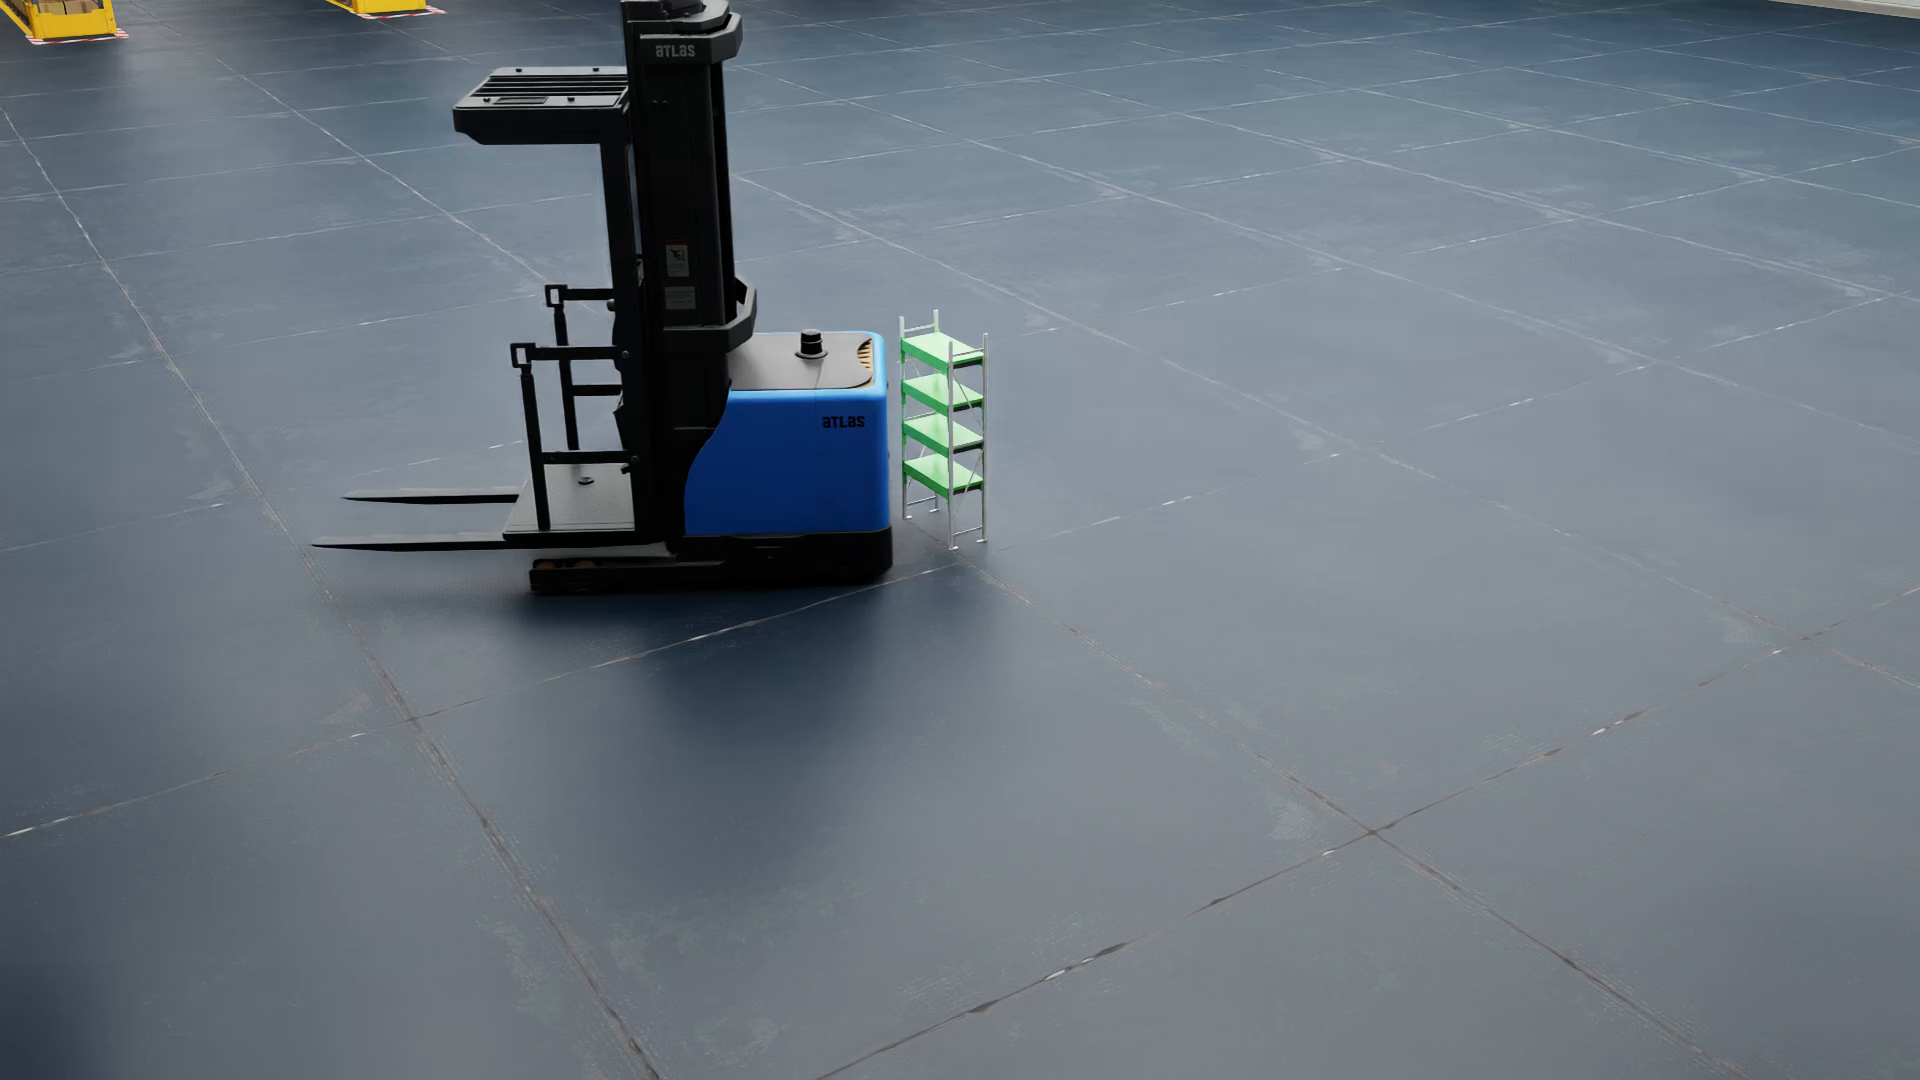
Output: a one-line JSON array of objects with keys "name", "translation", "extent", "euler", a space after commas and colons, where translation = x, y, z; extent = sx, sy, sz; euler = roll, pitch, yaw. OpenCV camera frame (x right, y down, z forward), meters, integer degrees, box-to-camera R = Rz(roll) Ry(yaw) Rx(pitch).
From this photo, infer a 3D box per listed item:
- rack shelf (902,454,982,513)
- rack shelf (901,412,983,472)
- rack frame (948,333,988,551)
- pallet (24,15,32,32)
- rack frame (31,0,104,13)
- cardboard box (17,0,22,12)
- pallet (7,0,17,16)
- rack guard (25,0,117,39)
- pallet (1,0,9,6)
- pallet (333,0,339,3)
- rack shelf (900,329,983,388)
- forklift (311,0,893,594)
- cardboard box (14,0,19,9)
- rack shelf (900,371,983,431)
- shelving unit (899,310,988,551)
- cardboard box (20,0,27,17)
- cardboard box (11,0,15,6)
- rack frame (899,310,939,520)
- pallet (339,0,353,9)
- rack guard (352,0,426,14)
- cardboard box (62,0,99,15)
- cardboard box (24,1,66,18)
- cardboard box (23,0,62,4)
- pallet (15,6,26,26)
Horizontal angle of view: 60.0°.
[{"name": "rack shelf", "translation": [-0.090, -0.327, 9.249], "extent": [0.258, 0.148, 0.480], "euler": [-16, 29, -30]}, {"name": "rack shelf", "translation": [-0.090, -0.544, 9.147], "extent": [0.258, 0.148, 0.480], "euler": [-16, 29, -30]}, {"name": "rack frame", "translation": [0.043, -0.515, 8.934], "extent": [0.240, 1.200, 0.015], "euler": [-16, 29, -30]}, {"name": "pallet", "translation": [-14.283, -8.264, 26.509], "extent": [1.003, 0.211, 1.213], "euler": [-16, 29, -30]}, {"name": "rack frame", "translation": [-13.830, -9.262, 25.355], "extent": [1.000, 3.000, 0.127], "euler": [-16, 29, -30]}, {"name": "cardboard box", "translation": [-14.928, -8.685, 26.864], "extent": [0.500, 0.250, 0.500], "euler": [-16, 29, -30]}, {"name": "pallet", "translation": [-15.615, -9.137, 28.358], "extent": [1.003, 0.211, 1.213], "euler": [-16, 29, -30]}, {"name": "rack guard", "translation": [-13.817, -8.123, 25.870], "extent": [1.175, 0.500, 0.348], "euler": [-16, 29, -30]}, {"name": "pallet", "translation": [-16.449, -9.686, 29.520], "extent": [1.003, 0.211, 1.213], "euler": [-16, 29, -30]}, {"name": "pallet", "translation": [-10.860, -9.898, 29.969], "extent": [1.003, 0.211, 1.213], "euler": [-16, 29, -30]}, {"name": "rack shelf", "translation": [-0.090, -0.978, 8.942], "extent": [0.258, 0.148, 0.480], "euler": [-16, 29, -30]}, {"name": "forklift", "translation": [-1.894, -1.276, 8.520], "extent": [3.031, 2.935, 1.130], "euler": [-1, 25, -3]}, {"name": "cardboard box", "translation": [-15.199, -8.865, 27.243], "extent": [0.500, 0.250, 0.500], "euler": [-16, 29, -30]}, {"name": "rack shelf", "translation": [-0.090, -0.761, 9.044], "extent": [0.258, 0.148, 0.480], "euler": [-16, 29, -30]}, {"name": "shelving unit", "translation": [-0.090, -0.602, 9.119], "extent": [0.258, 1.200, 0.503], "euler": [-16, 29, -30]}, {"name": "cardboard box", "translation": [-14.653, -8.507, 26.486], "extent": [0.500, 0.250, 0.500], "euler": [-16, 29, -30]}, {"name": "cardboard box", "translation": [-15.477, -9.042, 27.619], "extent": [0.500, 0.250, 0.500], "euler": [-16, 29, -30]}, {"name": "rack frame", "translation": [-0.224, -0.689, 9.304], "extent": [0.240, 1.200, 0.015], "euler": [-16, 29, -30]}, {"name": "pallet", "translation": [-10.198, -9.462, 29.045], "extent": [1.003, 0.211, 1.213], "euler": [-16, 29, -30]}, {"name": "rack guard", "translation": [-9.759, -9.300, 28.365], "extent": [1.175, 0.500, 0.348], "euler": [-16, 29, -30]}, {"name": "cardboard box", "translation": [-13.936, -8.452, 26.368], "extent": [0.500, 0.250, 0.500], "euler": [-16, 29, -30]}, {"name": "cardboard box", "translation": [-14.370, -8.331, 26.113], "extent": [0.500, 0.250, 0.500], "euler": [-16, 29, -30]}, {"name": "cardboard box", "translation": [-14.372, -8.670, 25.952], "extent": [0.500, 0.500, 0.500], "euler": [-16, 29, -30]}, {"name": "pallet", "translation": [-14.945, -8.700, 27.432], "extent": [1.003, 0.211, 1.213], "euler": [-16, 29, -30]}]
